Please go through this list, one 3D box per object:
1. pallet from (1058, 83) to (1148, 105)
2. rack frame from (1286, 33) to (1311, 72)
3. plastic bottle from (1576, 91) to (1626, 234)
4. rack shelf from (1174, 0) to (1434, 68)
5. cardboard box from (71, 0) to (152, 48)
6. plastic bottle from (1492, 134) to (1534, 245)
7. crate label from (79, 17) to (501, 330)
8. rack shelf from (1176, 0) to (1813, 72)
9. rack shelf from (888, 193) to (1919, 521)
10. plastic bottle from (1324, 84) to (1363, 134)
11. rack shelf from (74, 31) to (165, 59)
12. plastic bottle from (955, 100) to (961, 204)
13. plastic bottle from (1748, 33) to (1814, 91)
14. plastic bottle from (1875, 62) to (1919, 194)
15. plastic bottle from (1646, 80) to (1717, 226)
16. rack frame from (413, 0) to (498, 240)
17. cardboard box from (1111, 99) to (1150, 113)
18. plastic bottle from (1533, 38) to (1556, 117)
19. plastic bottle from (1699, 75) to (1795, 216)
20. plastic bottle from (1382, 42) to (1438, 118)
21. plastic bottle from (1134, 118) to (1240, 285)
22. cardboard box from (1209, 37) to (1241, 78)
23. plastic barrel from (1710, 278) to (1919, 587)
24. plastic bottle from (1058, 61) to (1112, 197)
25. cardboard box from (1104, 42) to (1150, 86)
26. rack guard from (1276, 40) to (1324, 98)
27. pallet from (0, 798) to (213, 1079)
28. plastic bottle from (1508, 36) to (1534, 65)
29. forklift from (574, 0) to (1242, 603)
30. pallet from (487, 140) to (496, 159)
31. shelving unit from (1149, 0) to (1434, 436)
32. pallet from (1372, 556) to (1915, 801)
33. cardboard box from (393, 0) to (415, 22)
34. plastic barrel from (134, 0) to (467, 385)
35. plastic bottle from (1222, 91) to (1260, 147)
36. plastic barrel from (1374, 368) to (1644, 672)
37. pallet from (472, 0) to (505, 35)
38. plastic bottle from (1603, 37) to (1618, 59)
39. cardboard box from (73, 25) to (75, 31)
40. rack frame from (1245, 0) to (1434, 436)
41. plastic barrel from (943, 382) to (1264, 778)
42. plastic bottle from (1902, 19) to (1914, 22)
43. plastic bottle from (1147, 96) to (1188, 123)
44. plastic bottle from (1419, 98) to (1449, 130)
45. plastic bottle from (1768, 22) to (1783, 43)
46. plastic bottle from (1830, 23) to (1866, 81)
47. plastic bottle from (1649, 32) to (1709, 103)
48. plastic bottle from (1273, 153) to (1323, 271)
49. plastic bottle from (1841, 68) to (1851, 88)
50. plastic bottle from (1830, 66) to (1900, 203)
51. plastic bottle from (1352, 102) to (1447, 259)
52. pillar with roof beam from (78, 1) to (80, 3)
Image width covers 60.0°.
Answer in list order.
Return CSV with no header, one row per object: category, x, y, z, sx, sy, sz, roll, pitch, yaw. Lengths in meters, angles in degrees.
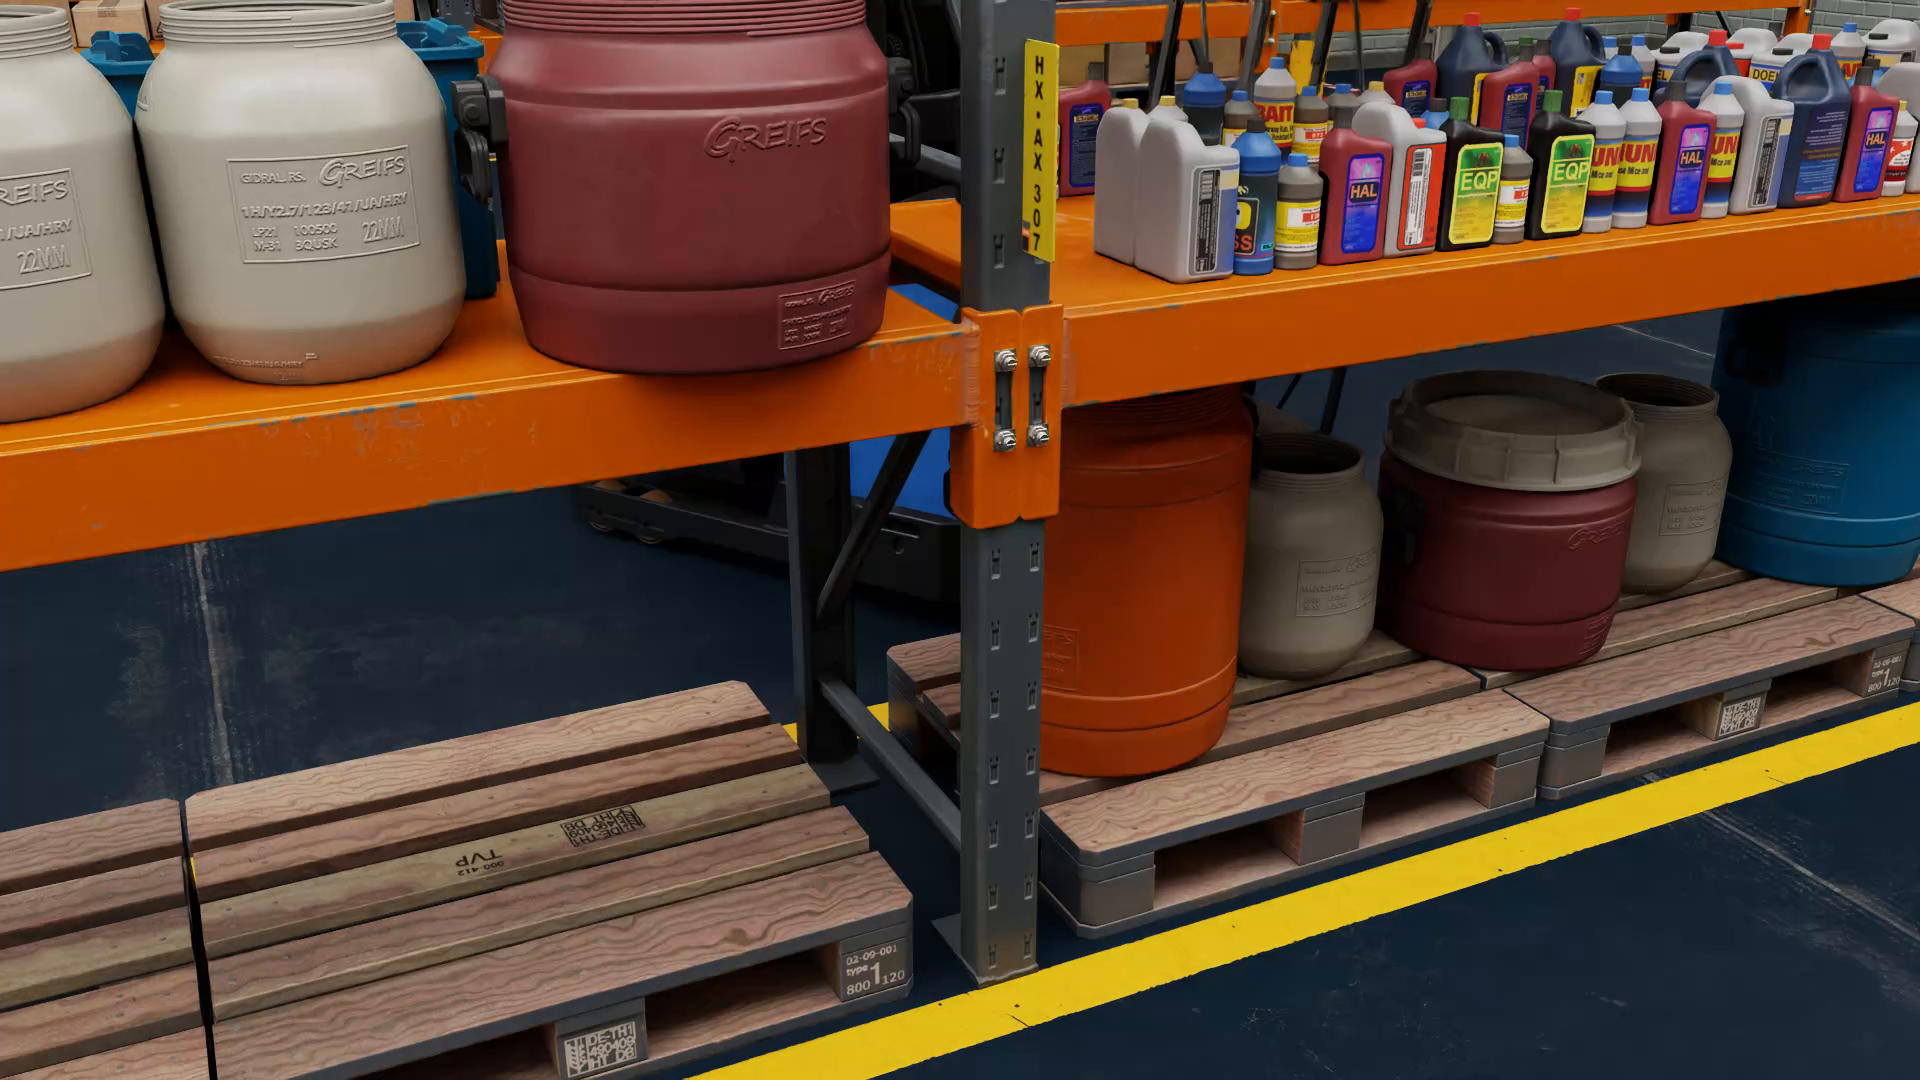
pallet,1.006,-3.802,14.159,1.213,0.211,1.003,-10,25,-24
rack frame,2.790,-5.451,14.497,0.127,3.000,1.000,-10,25,-24
plastic bottle,1.270,-0.758,3.327,0.097,0.271,0.097,0,22,0
rack shelf,0.865,-1.444,4.128,0.480,0.518,0.431,-2,23,-27
cardboard box,-3.391,-2.070,6.658,0.250,0.149,0.380,-9,24,-20
plastic bottle,1.062,-0.687,3.247,0.097,0.201,0.097,0,22,0
crate label,-1.134,-0.654,2.863,0.616,0.435,0.502,-10,25,-24
rack shelf,3.140,-3.080,9.710,4.000,0.370,1.077,-10,25,-24
rack shelf,1.680,-0.709,3.982,4.000,0.370,1.077,-10,25,-24
plastic bottle,0.904,-0.980,3.956,0.097,0.201,0.097,0,22,0
rack shelf,-4.069,-1.753,6.504,4.000,0.370,1.077,-10,25,-24
plastic bottle,0.058,-0.870,3.582,0.133,0.283,0.061,-10,25,-24
plastic bottle,2.132,-1.164,4.303,0.135,0.276,0.152,-10,25,-24
plastic bottle,2.154,-0.934,3.747,0.135,0.276,0.152,-10,25,-24
plastic bottle,1.469,-0.792,3.394,0.133,0.283,0.061,-10,25,-24
rack frame,-2.267,-2.417,7.168,0.127,3.000,1.000,-10,25,-24
cardboard box,0.796,-2.133,9.174,0.500,0.500,0.500,-12,25,-26
plastic bottle,1.401,-1.091,4.117,0.133,0.283,0.061,-10,25,-24
plastic bottle,1.658,-0.843,3.526,0.135,0.276,0.152,-10,25,-24
plastic bottle,1.087,-1.060,4.040,0.133,0.283,0.061,-10,25,-24
plastic bottle,0.408,-0.613,2.971,0.135,0.276,0.152,-10,25,-24
cardboard box,2.202,-4.339,14.531,0.500,0.500,0.700,-10,25,-24
plastic barrel,2.347,-0.396,4.479,0.708,0.901,0.600,-10,25,-24
plastic bottle,0.265,-0.908,3.675,0.133,0.283,0.061,-10,25,-24
cardboard box,1.299,-4.173,14.128,0.500,0.500,0.700,-11,25,-25
rack guard,2.811,-4.300,14.984,0.348,0.500,1.175,-10,25,-24
pallet,-1.935,0.895,2.813,1.213,0.211,1.003,-10,25,-24
plastic bottle,1.374,-1.112,4.168,0.133,0.283,0.061,-10,25,-24
forklift,-0.628,-1.498,5.036,3.031,2.935,1.130,13,26,29
pallet,-3.676,-2.940,12.077,1.213,0.211,1.003,-10,25,-24
shelving unit,0.765,-0.808,4.367,0.503,2.100,0.431,-2,23,-27
pallet,1.668,0.233,4.412,1.213,0.211,1.003,-10,25,-24
cardboard box,-2.614,-2.331,7.076,0.500,0.311,0.500,-9,24,-20
plastic barrel,-0.956,-0.517,2.431,0.421,0.512,0.421,0,22,0
plastic bottle,0.641,-0.932,3.838,0.097,0.201,0.097,0,22,0
plastic barrel,1.329,-0.064,4.086,0.708,0.588,0.600,-10,25,-24
pallet,-1.687,-2.465,7.535,1.003,0.211,1.213,-10,25,-24
plastic bottle,1.653,-1.150,4.275,0.097,0.271,0.097,0,22,0
cardboard box,-5.586,-3.308,11.033,0.500,0.250,0.500,-10,24,-23
rack frame,0.983,-0.815,4.477,0.015,2.100,0.400,-2,23,-27
plastic barrel,0.311,0.012,3.588,0.708,0.830,0.600,-10,25,-24
plastic bottle,2.663,-1.336,4.725,0.097,0.271,0.097,0,22,0
plastic bottle,0.465,-0.899,3.760,0.097,0.201,0.097,0,22,0
plastic bottle,0.915,-0.718,3.231,0.097,0.271,0.097,0,22,0
plastic bottle,2.167,-1.258,4.520,0.133,0.283,0.061,-10,25,-24
plastic bottle,2.454,-1.298,4.632,0.097,0.271,0.097,0,22,0
plastic bottle,1.857,-1.178,4.337,0.135,0.276,0.152,-10,25,-24
plastic bottle,0.612,-0.604,3.048,0.097,0.201,0.097,0,22,0
plastic bottle,1.914,-0.902,3.676,0.097,0.271,0.097,0,22,0
plastic bottle,1.965,-0.883,3.615,0.133,0.283,0.061,-10,25,-24
plastic bottle,0.825,-0.690,3.156,0.135,0.276,0.152,-10,25,-24
pillar with roof beam,-4.098,-5.495,6.758,0.400,9.000,9.100,-10,25,-24
